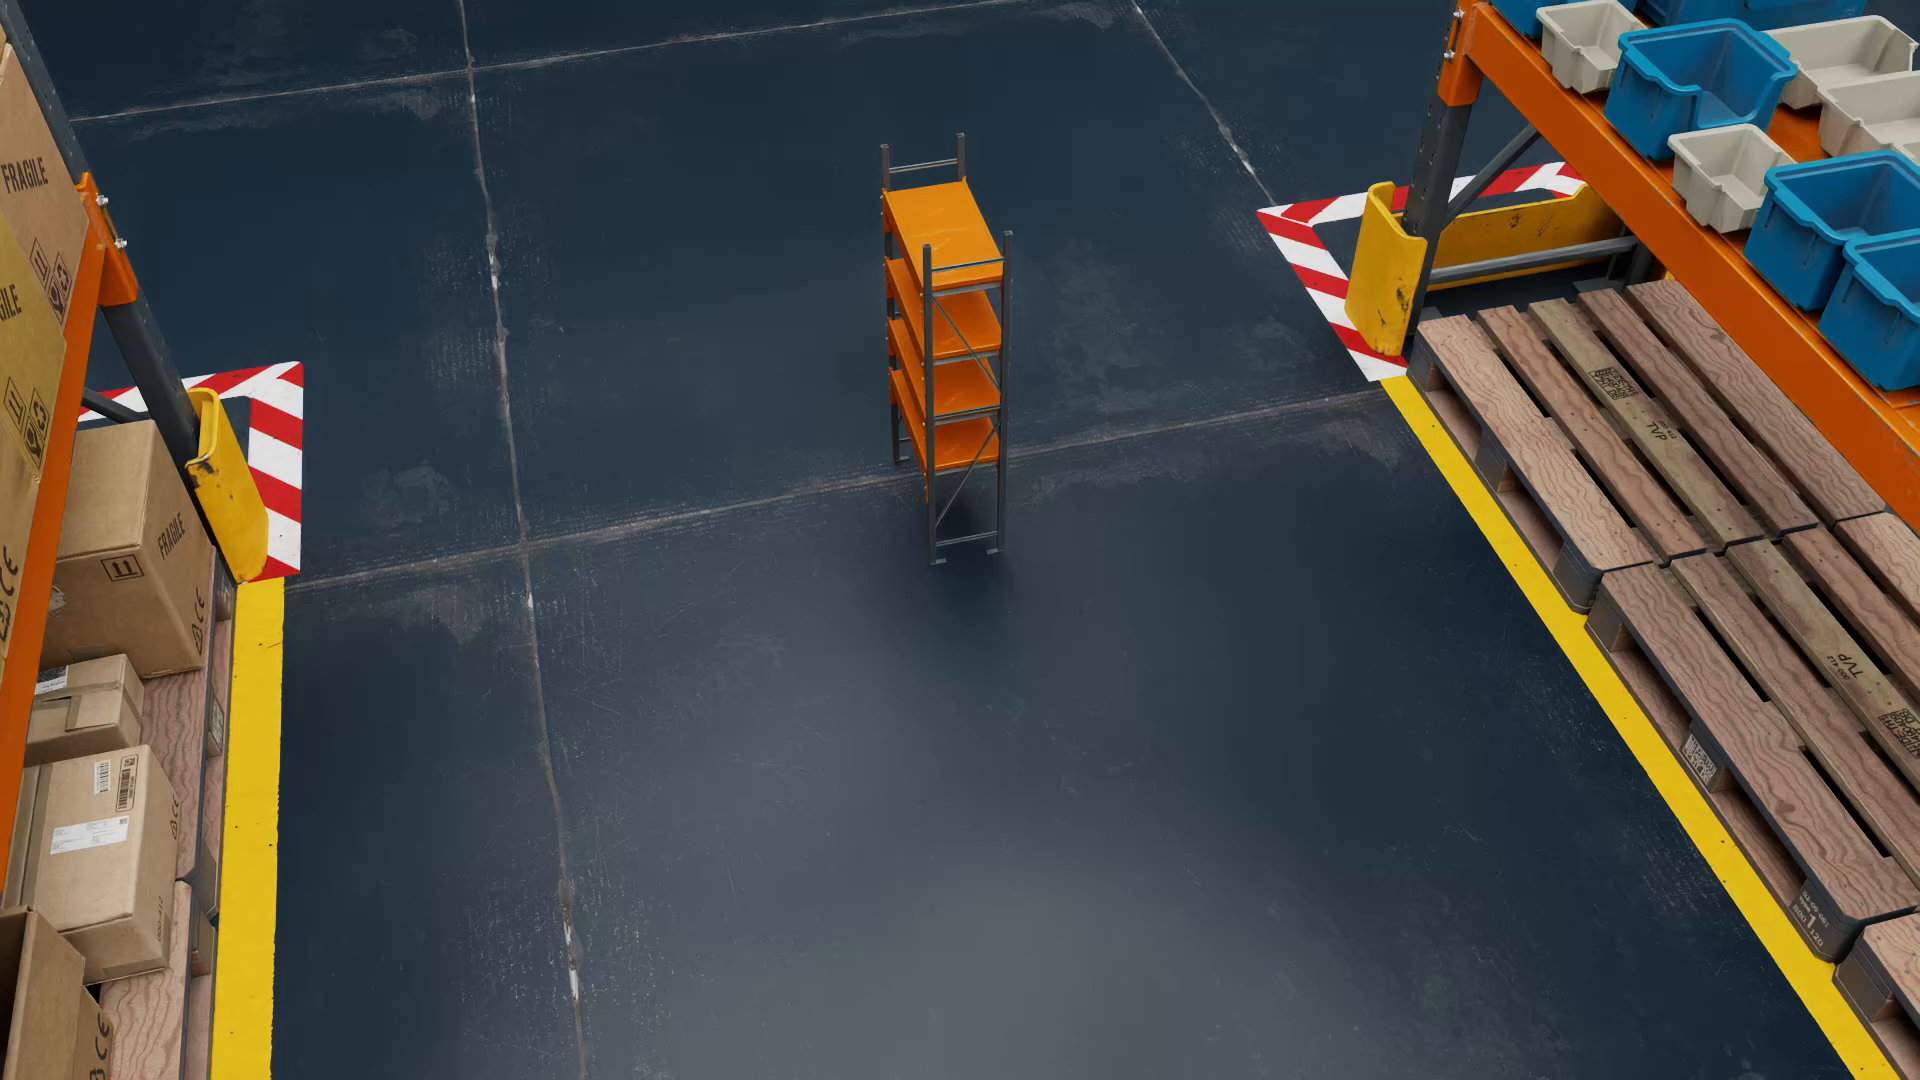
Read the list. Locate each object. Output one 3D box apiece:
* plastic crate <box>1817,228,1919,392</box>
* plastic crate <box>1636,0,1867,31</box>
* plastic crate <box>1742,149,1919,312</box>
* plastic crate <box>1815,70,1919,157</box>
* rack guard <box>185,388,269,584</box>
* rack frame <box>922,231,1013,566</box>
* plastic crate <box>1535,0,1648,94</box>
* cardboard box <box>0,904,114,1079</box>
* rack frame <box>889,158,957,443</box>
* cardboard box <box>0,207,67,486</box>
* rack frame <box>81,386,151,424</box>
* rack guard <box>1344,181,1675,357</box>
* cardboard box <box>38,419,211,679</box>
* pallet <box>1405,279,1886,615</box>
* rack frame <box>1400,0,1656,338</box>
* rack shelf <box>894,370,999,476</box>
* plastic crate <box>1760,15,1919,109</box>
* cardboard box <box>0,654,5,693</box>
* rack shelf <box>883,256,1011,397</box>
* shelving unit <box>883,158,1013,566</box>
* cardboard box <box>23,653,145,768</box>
[{"bbox_3d":[2.176,-0.514,3.729,0.416,0.233,0.300,-11,47,-10],"label":"plastic crate"},{"bbox_3d":[2.283,-1.735,4.784,0.616,0.435,0.499,-11,47,-10],"label":"plastic crate"},{"bbox_3d":[2.099,-0.722,3.932,0.416,0.233,0.300,-11,47,-10],"label":"plastic crate"},{"bbox_3d":[2.461,-1.095,4.365,0.396,0.136,0.243,-11,47,-10],"label":"plastic crate"},{"bbox_3d":[-2.753,-0.068,4.967,1.175,0.500,0.348,-11,47,-10],"label":"rack guard"},{"bbox_3d":[0.020,-0.366,4.768,0.240,1.200,0.015,-11,47,-10],"label":"rack frame"},{"bbox_3d":[1.764,-1.360,4.626,0.250,0.136,0.298,-11,47,-10],"label":"plastic crate"},{"bbox_3d":[-2.234,1.189,3.424,0.797,0.503,0.637,-11,47,-10],"label":"cardboard box"},{"bbox_3d":[-0.104,-0.703,5.099,0.228,1.046,0.006,-11,47,-10],"label":"rack frame"},{"bbox_3d":[-2.258,-0.414,3.485,0.500,0.500,0.500,-10,46,-10],"label":"cardboard box"},{"bbox_3d":[-2.775,-0.995,4.125,0.949,2.616,0.053,-11,47,-10],"label":"rack frame"},{"bbox_3d":[1.998,-1.038,5.917,1.175,0.500,0.348,-11,47,-10],"label":"rack guard"},{"bbox_3d":[-2.395,0.056,4.538,0.500,0.500,0.500,-11,47,-10],"label":"cardboard box"},{"bbox_3d":[2.191,-0.346,5.442,1.003,0.211,1.213,-11,47,-10],"label":"pallet"},{"bbox_3d":[2.017,-1.899,5.011,1.000,3.000,0.127,-11,47,-10],"label":"rack frame"},{"bbox_3d":[-0.042,-0.376,5.095,0.221,0.050,0.457,-11,47,-10],"label":"rack shelf"},{"bbox_3d":[2.401,-1.298,4.564,0.396,0.136,0.243,-11,47,-10],"label":"plastic crate"},{"bbox_3d":[-2.007,0.280,2.806,0.500,0.500,0.500,-11,47,-11],"label":"cardboard box"},{"bbox_3d":[-0.042,-0.644,4.822,0.258,0.148,0.480,-11,47,-10],"label":"rack shelf"},{"bbox_3d":[-0.042,-0.533,4.932,0.258,1.200,0.499,-11,47,-10],"label":"shelving unit"},{"bbox_3d":[-2.378,0.468,4.367,0.380,0.166,0.250,-11,47,-10],"label":"cardboard box"}]
